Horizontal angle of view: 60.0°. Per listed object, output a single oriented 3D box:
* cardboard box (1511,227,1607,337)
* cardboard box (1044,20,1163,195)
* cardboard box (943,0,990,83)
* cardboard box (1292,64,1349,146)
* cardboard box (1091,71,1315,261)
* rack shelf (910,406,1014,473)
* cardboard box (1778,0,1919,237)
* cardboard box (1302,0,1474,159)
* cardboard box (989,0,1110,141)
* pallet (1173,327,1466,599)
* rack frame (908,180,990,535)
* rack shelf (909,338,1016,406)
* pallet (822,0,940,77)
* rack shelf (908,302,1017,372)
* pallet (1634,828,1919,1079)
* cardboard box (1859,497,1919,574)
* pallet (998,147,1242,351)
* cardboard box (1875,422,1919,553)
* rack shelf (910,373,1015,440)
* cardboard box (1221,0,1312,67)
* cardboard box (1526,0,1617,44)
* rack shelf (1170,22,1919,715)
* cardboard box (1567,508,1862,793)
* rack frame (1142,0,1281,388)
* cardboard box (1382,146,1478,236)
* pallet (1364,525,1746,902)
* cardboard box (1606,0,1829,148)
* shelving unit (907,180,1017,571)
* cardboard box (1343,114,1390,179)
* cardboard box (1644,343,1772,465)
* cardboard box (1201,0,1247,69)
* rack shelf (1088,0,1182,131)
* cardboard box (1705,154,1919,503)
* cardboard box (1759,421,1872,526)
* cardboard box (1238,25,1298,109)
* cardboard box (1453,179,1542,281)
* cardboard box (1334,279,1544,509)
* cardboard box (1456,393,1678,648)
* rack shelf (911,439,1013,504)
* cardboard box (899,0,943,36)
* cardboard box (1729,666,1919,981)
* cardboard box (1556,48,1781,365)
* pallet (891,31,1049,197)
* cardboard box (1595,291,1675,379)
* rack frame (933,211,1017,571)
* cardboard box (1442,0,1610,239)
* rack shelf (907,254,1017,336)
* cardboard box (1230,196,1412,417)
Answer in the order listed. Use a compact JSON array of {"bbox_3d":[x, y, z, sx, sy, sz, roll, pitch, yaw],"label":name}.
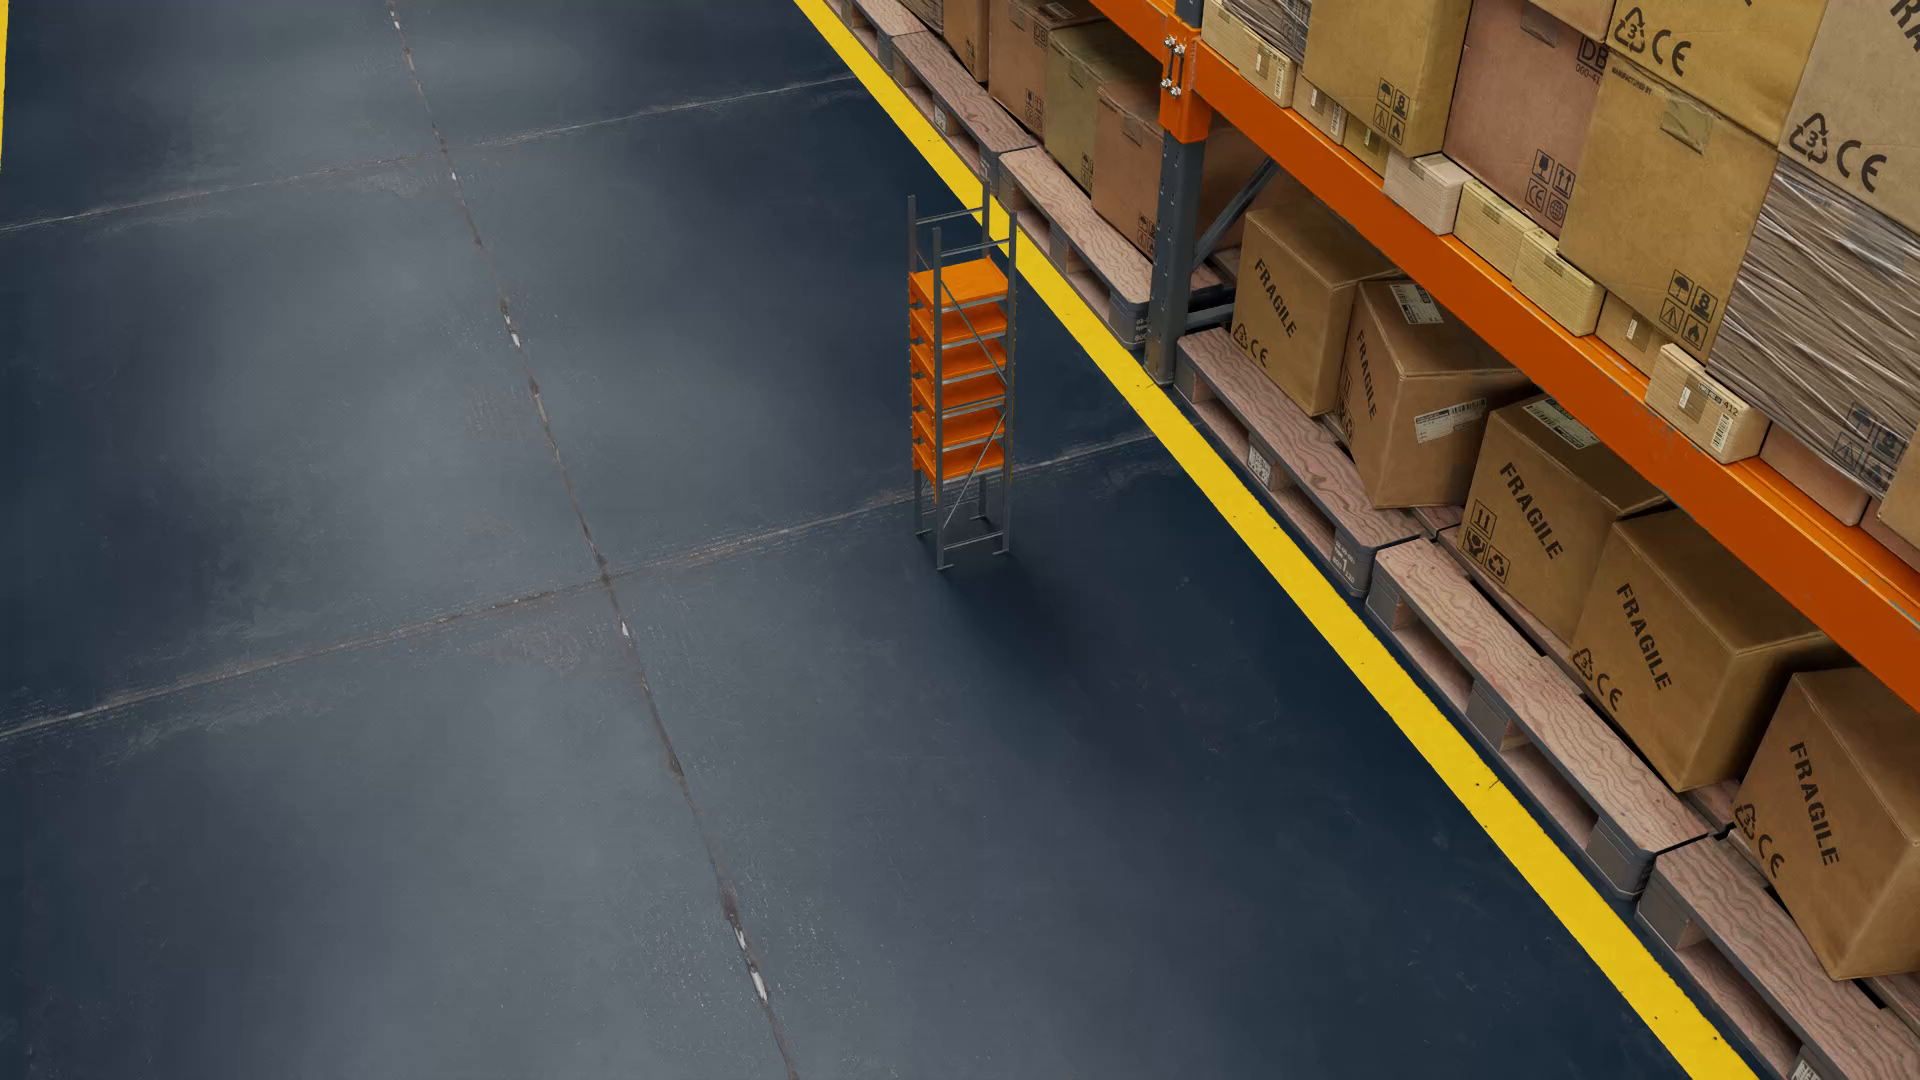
[{"bbox_3d":[1.531,-0.636,3.882,0.380,0.149,0.250,-15,43,-17],"label":"cardboard box"},{"bbox_3d":[0.760,-1.722,6.532,0.700,0.500,0.500,-15,43,-17],"label":"cardboard box"},{"bbox_3d":[0.332,-2.395,7.314,0.700,0.500,0.500,-12,42,-13],"label":"cardboard box"},{"bbox_3d":[1.149,-1.239,4.582,0.380,0.149,0.250,-15,43,-17],"label":"cardboard box"},{"bbox_3d":[0.925,-1.430,6.192,0.700,0.500,0.500,-18,44,-20],"label":"cardboard box"},{"bbox_3d":[0.006,-0.322,4.956,0.258,0.103,0.180,-15,43,-17],"label":"rack shelf"},{"bbox_3d":[1.846,-0.827,2.840,0.500,0.500,0.500,-15,43,-17],"label":"cardboard box"},{"bbox_3d":[1.414,-1.390,4.261,0.875,0.500,0.500,-15,43,-17],"label":"cardboard box"},{"bbox_3d":[0.545,-2.059,6.924,0.700,0.500,0.500,-19,44,-20],"label":"cardboard box"},{"bbox_3d":[1.430,-0.383,5.533,1.003,0.211,1.213,-15,43,-17],"label":"pallet"},{"bbox_3d":[-0.029,-0.501,4.913,0.240,1.200,0.006,-15,43,-17],"label":"rack frame"},{"bbox_3d":[0.006,-0.504,4.799,0.258,0.103,0.180,-15,43,-17],"label":"rack shelf"},{"bbox_3d":[-0.093,-2.717,8.248,1.003,0.211,1.213,-15,43,-17],"label":"pallet"},{"bbox_3d":[0.006,-0.594,4.721,0.258,0.103,0.180,-15,43,-17],"label":"rack shelf"},{"bbox_3d":[2.363,1.087,3.824,1.003,0.211,1.213,-15,43,-17],"label":"pallet"},{"bbox_3d":[1.994,-0.055,3.206,0.380,0.149,0.250,-15,43,-17],"label":"cardboard box"},{"bbox_3d":[0.841,-1.247,6.539,1.003,0.211,1.213,-15,43,-17],"label":"pallet"},{"bbox_3d":[2.183,-0.186,2.861,0.875,0.500,0.500,-15,43,-17],"label":"cardboard box"},{"bbox_3d":[0.006,-0.413,4.878,0.258,0.103,0.180,-15,43,-17],"label":"rack shelf"},{"bbox_3d":[1.255,-1.700,4.622,0.875,0.500,0.500,-15,43,-17],"label":"cardboard box"},{"bbox_3d":[1.461,-1.429,3.540,0.500,0.500,0.500,-15,43,-17],"label":"cardboard box"},{"bbox_3d":[1.905,-0.358,3.918,1.077,0.370,4.000,-15,43,-17],"label":"rack shelf"},{"bbox_3d":[1.965,0.248,4.256,0.500,0.500,0.500,-11,42,-13],"label":"cardboard box"},{"bbox_3d":[1.140,-1.836,5.084,1.000,3.000,0.127,-15,43,-17],"label":"rack frame"},{"bbox_3d":[1.311,-0.929,4.223,0.380,0.149,0.250,-15,43,-17],"label":"cardboard box"},{"bbox_3d":[1.900,0.353,4.677,1.003,0.211,1.213,-15,43,-17],"label":"pallet"},{"bbox_3d":[1.662,-1.131,3.193,0.500,0.500,0.500,-15,43,-17],"label":"cardboard box"},{"bbox_3d":[0.006,-0.446,4.849,0.258,1.200,0.189,-15,43,-17],"label":"shelving unit"},{"bbox_3d":[1.254,-1.090,4.410,0.380,0.149,0.250,-15,43,-17],"label":"cardboard box"},{"bbox_3d":[1.700,-0.329,3.524,0.380,0.149,0.250,-15,43,-17],"label":"cardboard box"},{"bbox_3d":[0.944,-1.536,4.928,0.380,0.149,0.250,-15,43,-17],"label":"cardboard box"},{"bbox_3d":[0.375,-2.768,6.720,1.077,0.370,4.000,-15,43,-17],"label":"rack shelf"},{"bbox_3d":[2.032,-0.498,3.224,0.875,0.500,0.500,-15,43,-17],"label":"cardboard box"},{"bbox_3d":[1.877,-0.200,3.375,0.380,0.149,0.250,-15,43,-17],"label":"cardboard box"},{"bbox_3d":[1.028,-1.382,4.750,0.380,0.149,0.250,-15,43,-17],"label":"cardboard box"},{"bbox_3d":[1.445,-0.789,4.060,0.380,0.149,0.250,-15,43,-17],"label":"cardboard box"},{"bbox_3d":[1.482,-0.453,5.072,0.500,0.500,0.500,-3,41,-3],"label":"cardboard box"},{"bbox_3d":[1.792,-0.099,4.660,0.500,0.500,0.500,-19,44,-21],"label":"cardboard box"},{"bbox_3d":[0.006,-0.231,5.034,0.258,0.103,0.180,-15,43,-17],"label":"rack shelf"},{"bbox_3d":[0.108,-2.735,7.710,0.700,0.500,0.500,-19,44,-20],"label":"cardboard box"},{"bbox_3d":[2.187,0.630,3.812,0.500,0.500,0.500,-5,41,-6],"label":"cardboard box"},{"bbox_3d":[1.851,-0.803,3.578,0.875,0.500,0.500,-15,43,-17],"label":"cardboard box"},{"bbox_3d":[0.370,-1.983,7.394,1.003,0.211,1.213,-15,43,-17],"label":"pallet"},{"bbox_3d":[1.668,-0.497,3.720,0.380,0.149,0.250,-15,43,-17],"label":"cardboard box"},{"bbox_3d":[0.041,-0.391,4.785,0.240,1.200,0.006,-15,43,-17],"label":"rack frame"},{"bbox_3d":[1.698,-1.114,3.940,0.875,0.500,0.500,-15,43,-17],"label":"cardboard box"},{"bbox_3d":[0.006,-0.685,4.643,0.258,0.103,0.180,-15,43,-17],"label":"rack shelf"},{"bbox_3d":[1.256,-0.796,5.471,0.500,0.500,0.500,-16,43,-18],"label":"cardboard box"}]
